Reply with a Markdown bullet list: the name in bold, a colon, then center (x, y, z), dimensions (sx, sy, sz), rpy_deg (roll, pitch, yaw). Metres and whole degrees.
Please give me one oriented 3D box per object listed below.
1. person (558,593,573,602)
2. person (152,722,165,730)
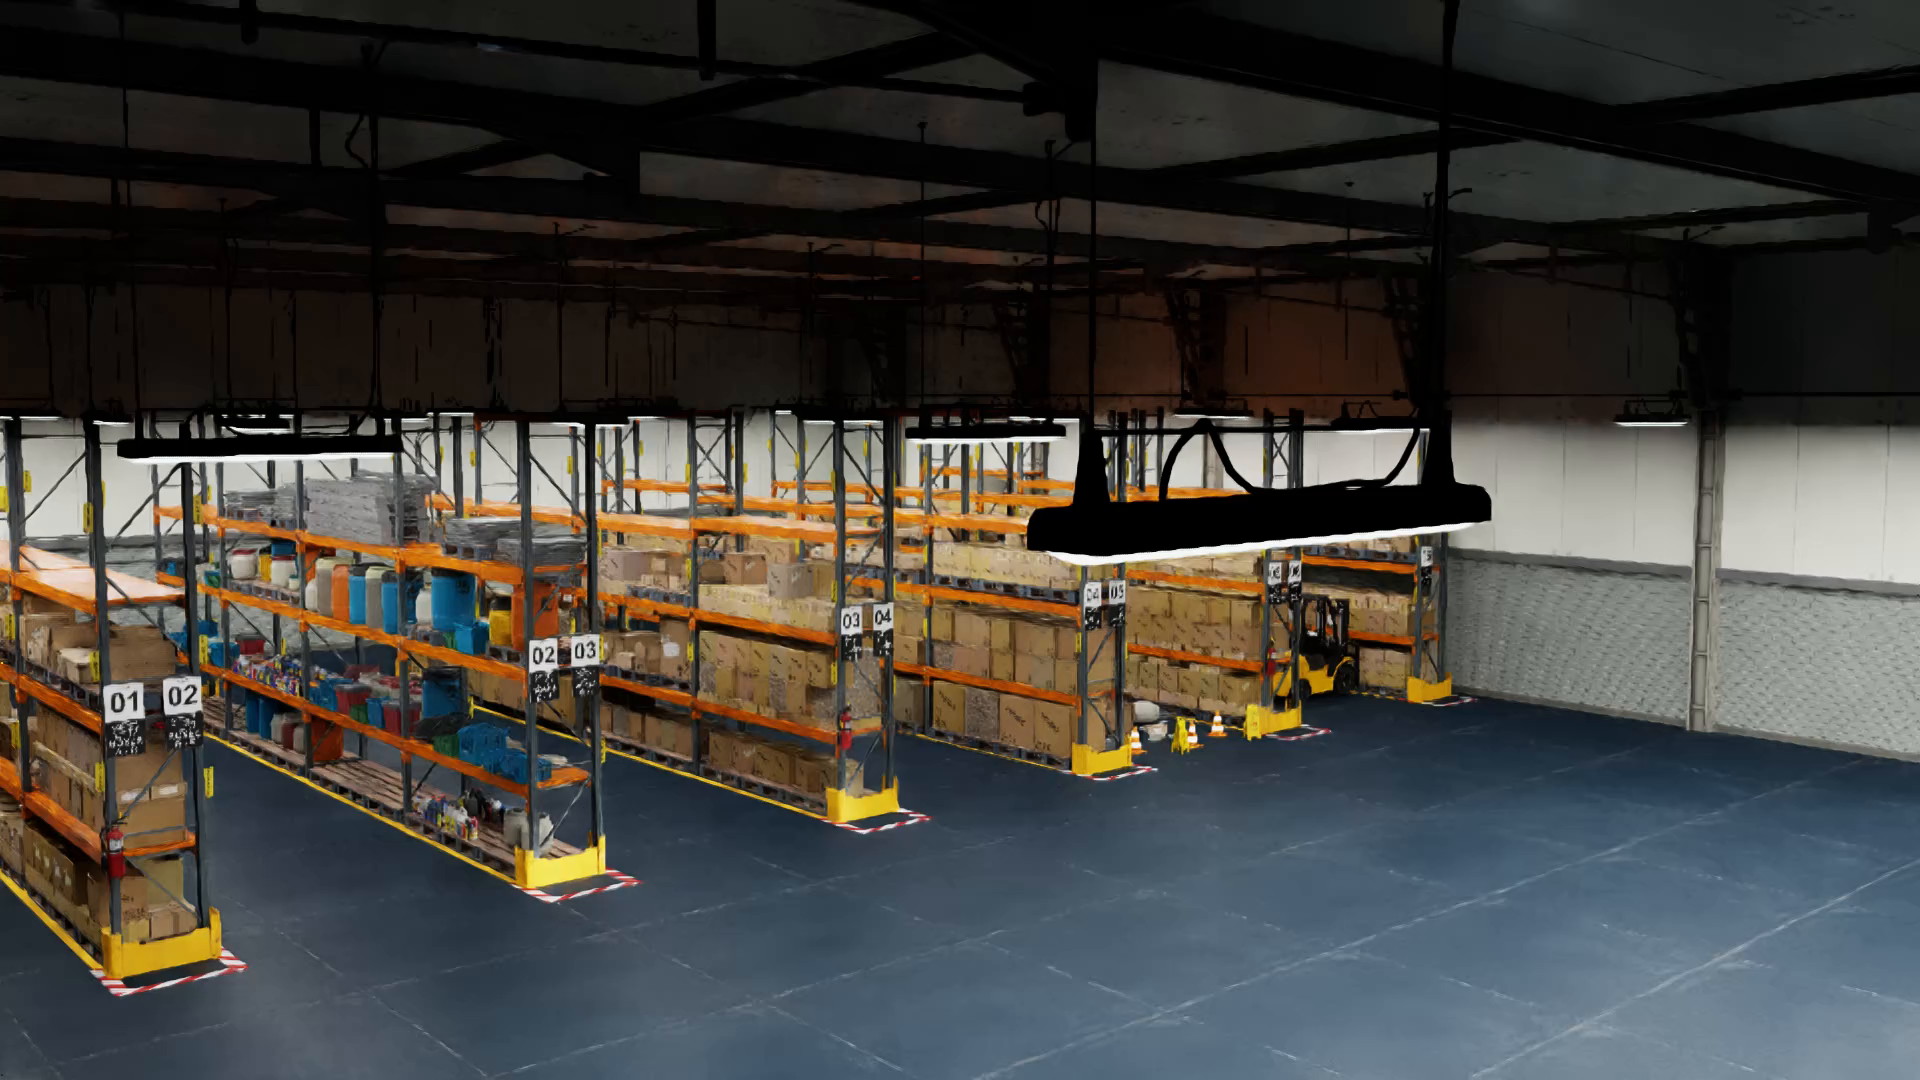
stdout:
- **person**: center (-9.839, 1.821, 41.635), dimensions (0.595, 1.745, 0.985), rpy_deg (-2, 5, -18)
- **person**: center (-12.462, 3.197, 25.697), dimensions (0.626, 1.738, 0.468), rpy_deg (2, 5, 24)
